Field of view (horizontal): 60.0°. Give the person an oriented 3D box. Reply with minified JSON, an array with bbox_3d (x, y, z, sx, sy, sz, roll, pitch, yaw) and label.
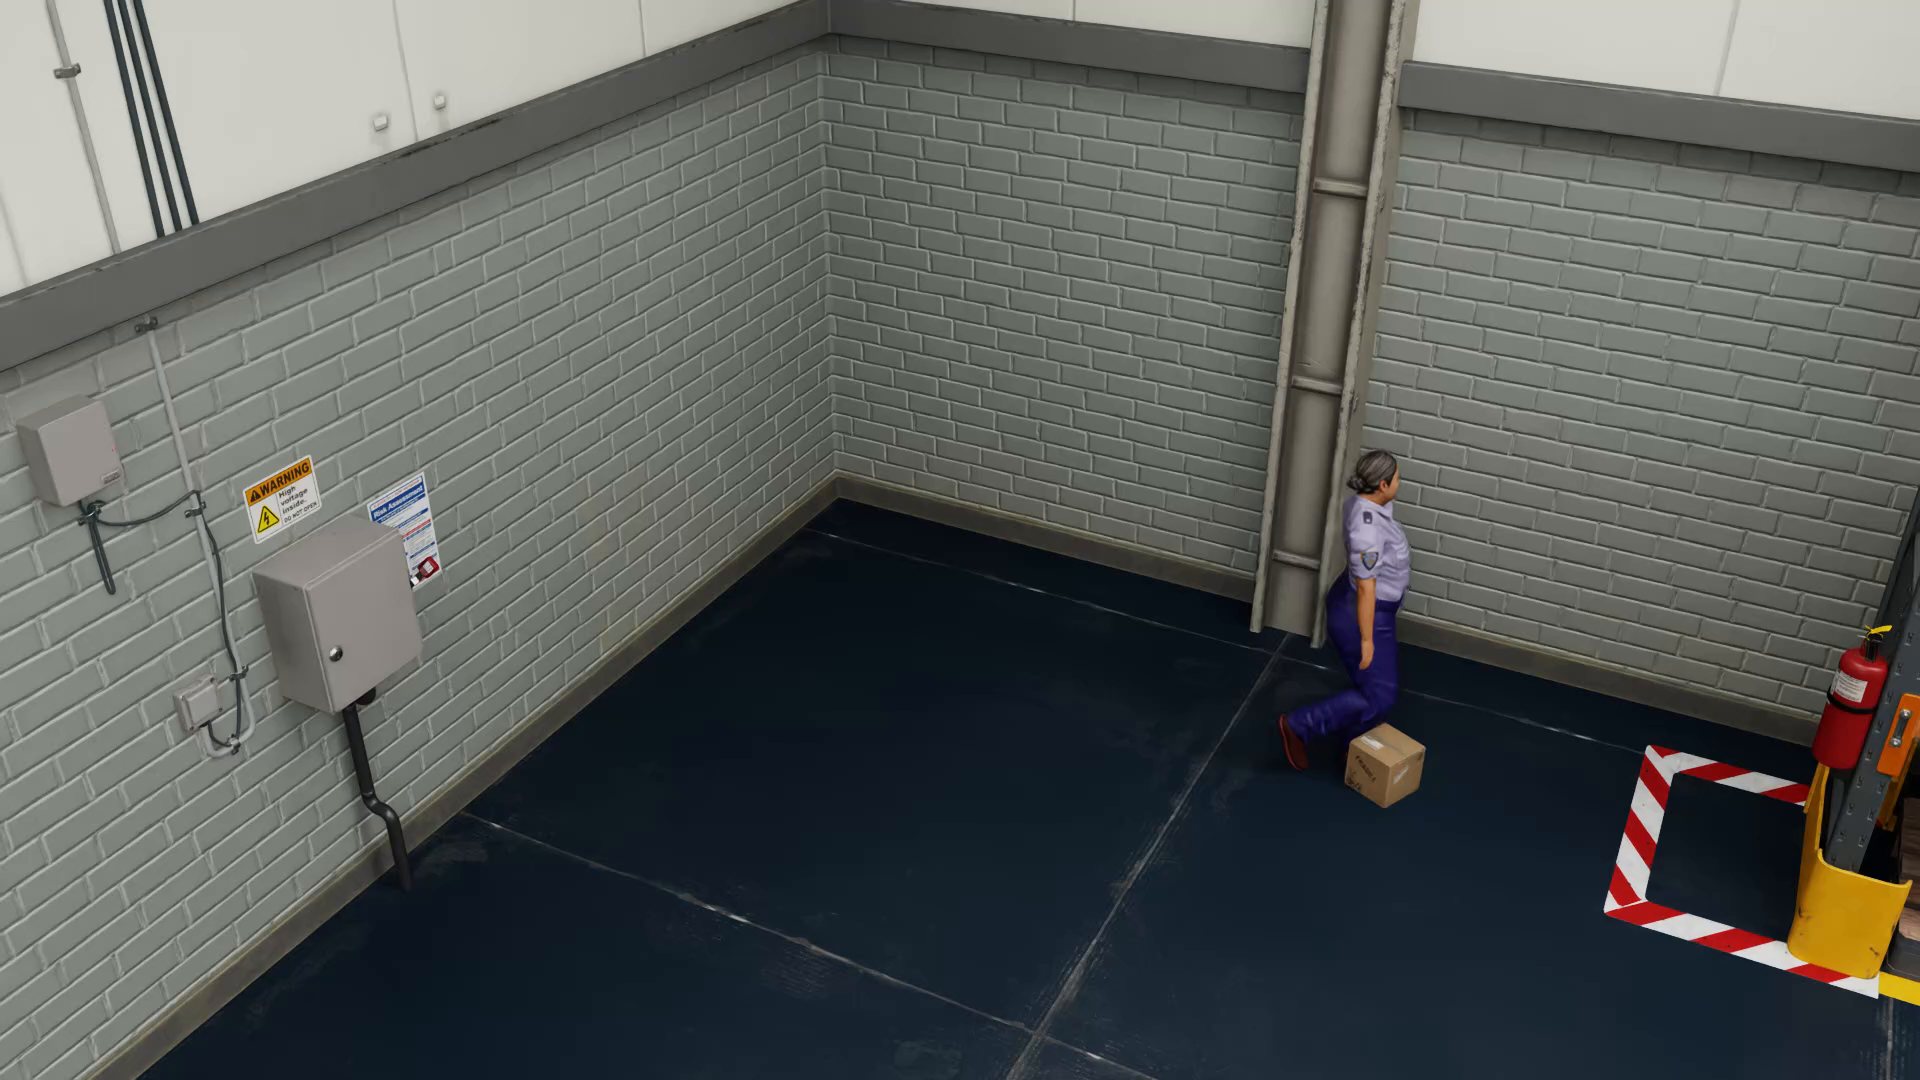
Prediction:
[{"bbox_3d":[1.827,0.352,7.670,0.611,1.625,0.534,6,31,9],"label":"person"}]
